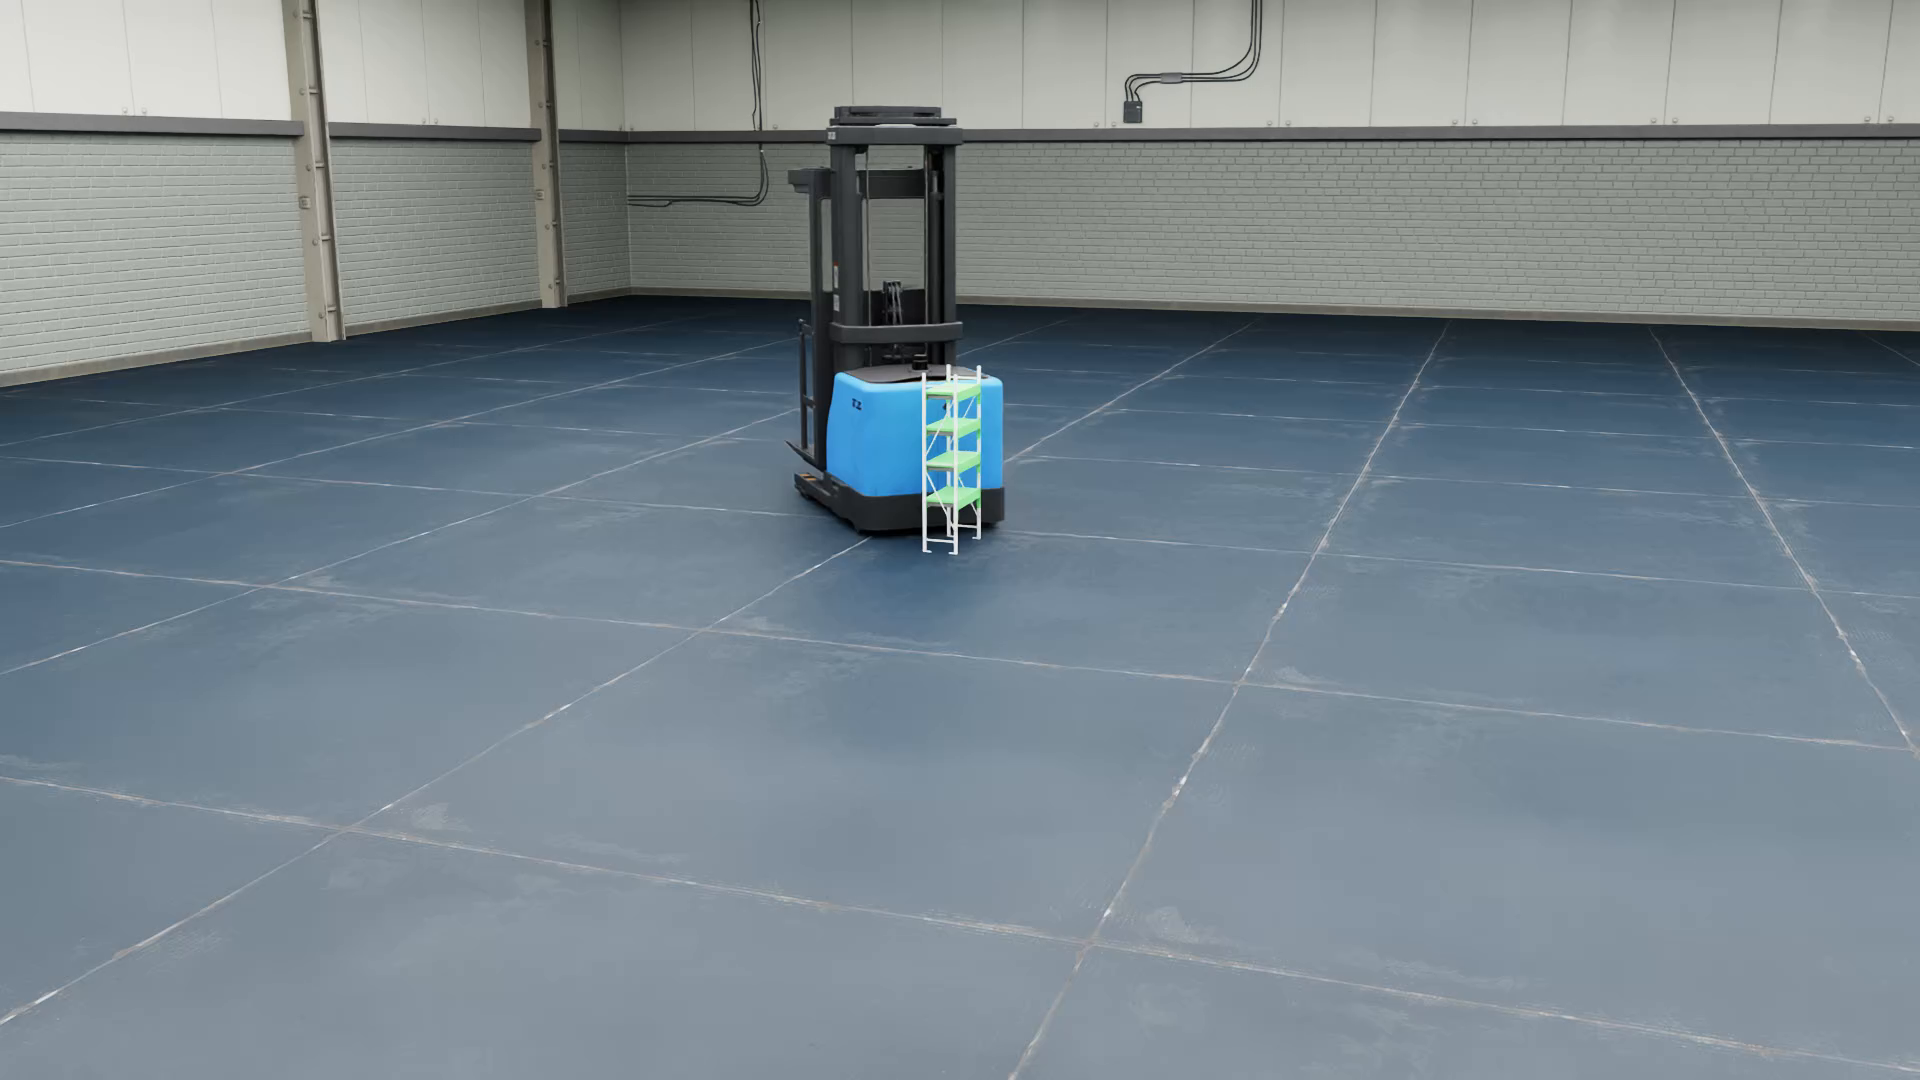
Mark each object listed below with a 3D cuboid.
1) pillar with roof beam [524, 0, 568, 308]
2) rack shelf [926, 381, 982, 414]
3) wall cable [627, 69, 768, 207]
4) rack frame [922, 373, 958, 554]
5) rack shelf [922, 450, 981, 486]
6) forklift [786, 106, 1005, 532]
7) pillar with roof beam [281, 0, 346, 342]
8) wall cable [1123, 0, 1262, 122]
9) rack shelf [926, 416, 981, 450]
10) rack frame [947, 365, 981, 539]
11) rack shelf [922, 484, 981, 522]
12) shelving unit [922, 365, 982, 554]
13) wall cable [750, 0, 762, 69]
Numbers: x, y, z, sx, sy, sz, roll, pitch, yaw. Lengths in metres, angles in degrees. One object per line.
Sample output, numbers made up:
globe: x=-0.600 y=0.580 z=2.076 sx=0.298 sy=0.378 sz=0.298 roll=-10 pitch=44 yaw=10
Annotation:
pillar with roof beam: x=-3.190 y=-8.250 z=27.409 sx=9.100 sy=9.000 sz=0.400 roll=4 pitch=14 yaw=18
rack shelf: x=-0.053 y=-0.956 z=11.108 sx=0.258 sy=0.148 sz=0.480 roll=4 pitch=14 yaw=18
wall cable: x=-5.059 y=-7.571 z=31.413 sx=3.097 sy=2.526 sz=0.112 roll=4 pitch=14 yaw=18
rack frame: x=-0.132 y=-0.499 z=10.976 sx=0.240 sy=1.200 sz=0.015 roll=4 pitch=14 yaw=18
rack shelf: x=-0.053 y=-0.488 z=11.215 sx=0.258 sy=0.148 sz=0.480 roll=4 pitch=14 yaw=18
forklift: x=-0.658 y=-1.771 z=12.662 sx=1.130 sy=2.935 sz=3.031 roll=-5 pitch=14 yaw=-19
pillar with roof beam: x=-5.131 y=-6.986 z=21.874 sx=9.100 sy=9.000 sz=0.400 roll=4 pitch=14 yaw=18
wall cable: x=3.918 y=-10.056 z=27.680 sx=2.305 sy=6.003 sz=0.169 roll=4 pitch=14 yaw=18
rack shelf: x=-0.053 y=-0.722 z=11.162 sx=0.258 sy=0.148 sz=0.480 roll=4 pitch=14 yaw=18
rack frame: x=0.026 y=-0.601 z=11.426 sx=0.240 sy=1.200 sz=0.015 roll=4 pitch=14 yaw=18
rack shelf: x=-0.053 y=-0.254 z=11.269 sx=0.258 sy=0.148 sz=0.480 roll=4 pitch=14 yaw=18
shelving unit: x=-0.053 y=-0.550 z=11.201 sx=0.258 sy=1.200 sz=0.503 roll=4 pitch=14 yaw=18
wall cable: x=-2.499 y=-9.838 z=29.997 sx=3.097 sy=2.526 sz=0.112 roll=4 pitch=14 yaw=18
